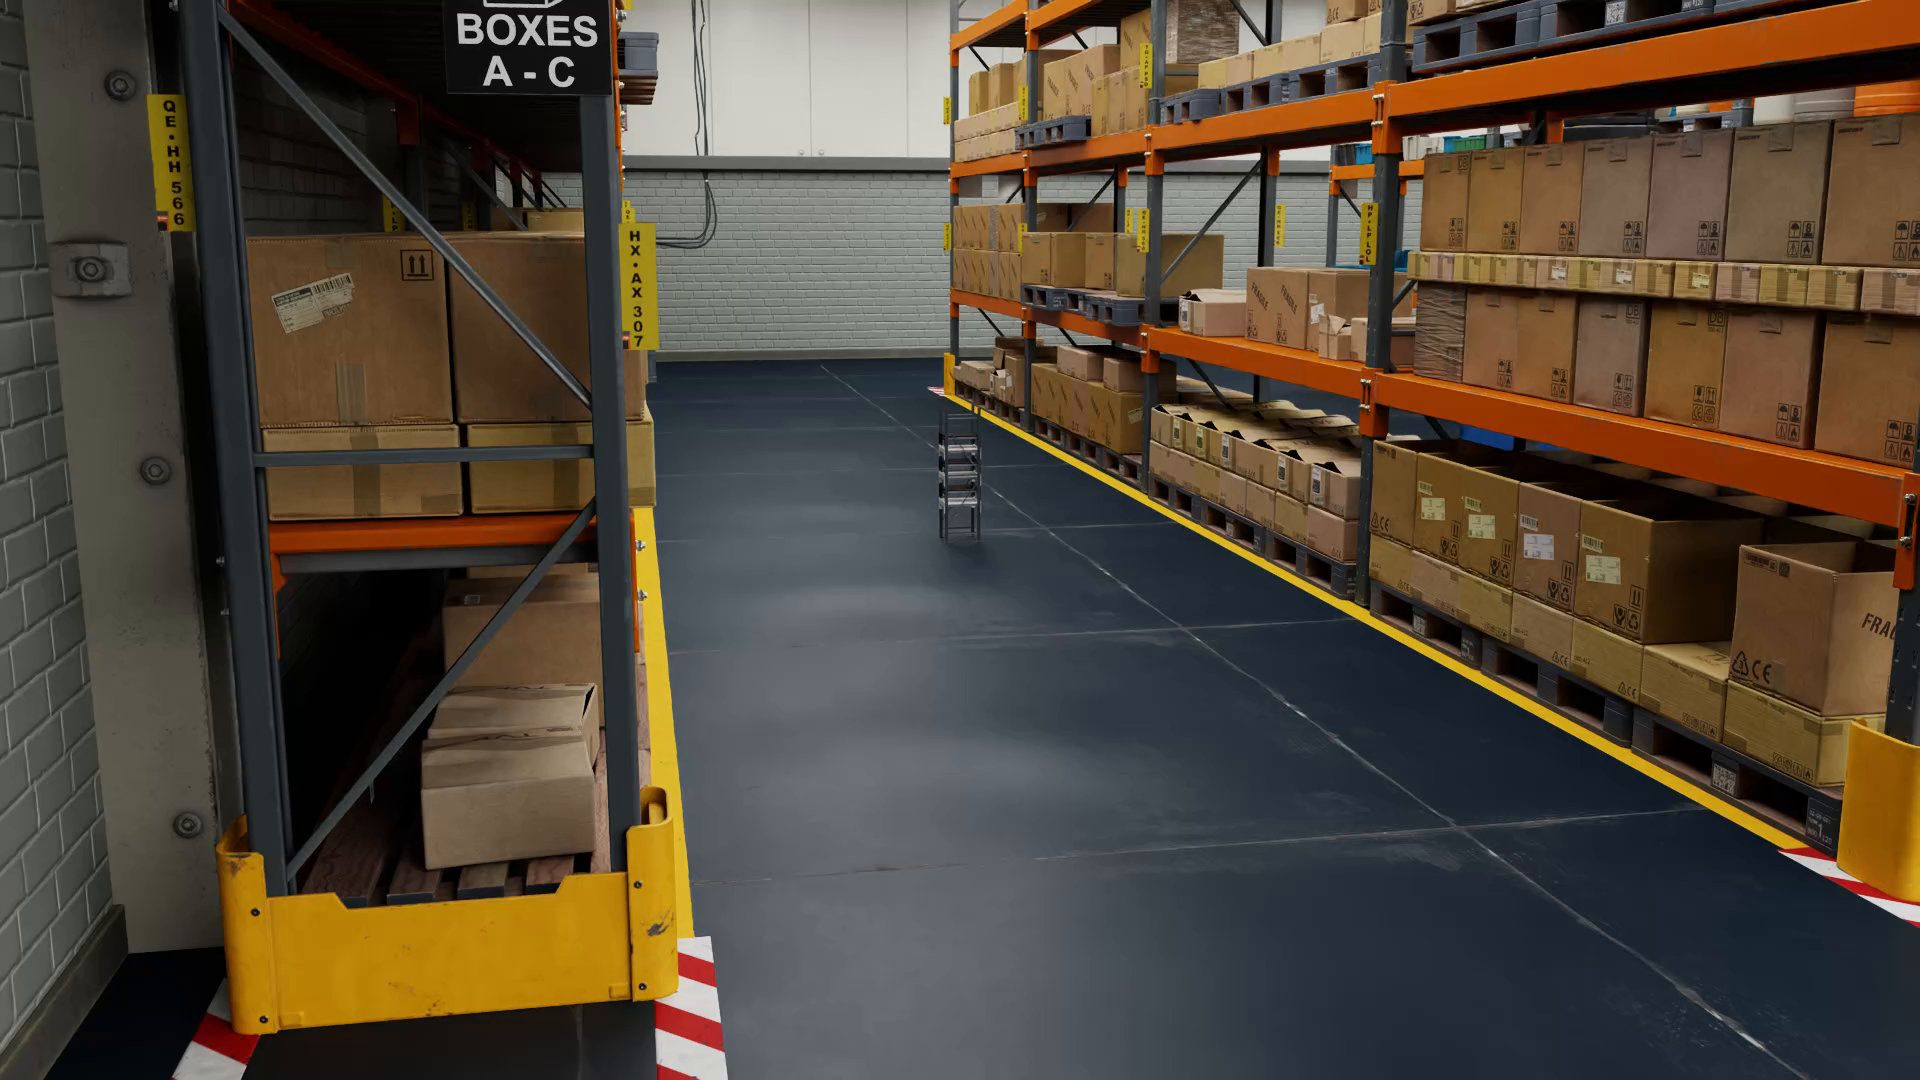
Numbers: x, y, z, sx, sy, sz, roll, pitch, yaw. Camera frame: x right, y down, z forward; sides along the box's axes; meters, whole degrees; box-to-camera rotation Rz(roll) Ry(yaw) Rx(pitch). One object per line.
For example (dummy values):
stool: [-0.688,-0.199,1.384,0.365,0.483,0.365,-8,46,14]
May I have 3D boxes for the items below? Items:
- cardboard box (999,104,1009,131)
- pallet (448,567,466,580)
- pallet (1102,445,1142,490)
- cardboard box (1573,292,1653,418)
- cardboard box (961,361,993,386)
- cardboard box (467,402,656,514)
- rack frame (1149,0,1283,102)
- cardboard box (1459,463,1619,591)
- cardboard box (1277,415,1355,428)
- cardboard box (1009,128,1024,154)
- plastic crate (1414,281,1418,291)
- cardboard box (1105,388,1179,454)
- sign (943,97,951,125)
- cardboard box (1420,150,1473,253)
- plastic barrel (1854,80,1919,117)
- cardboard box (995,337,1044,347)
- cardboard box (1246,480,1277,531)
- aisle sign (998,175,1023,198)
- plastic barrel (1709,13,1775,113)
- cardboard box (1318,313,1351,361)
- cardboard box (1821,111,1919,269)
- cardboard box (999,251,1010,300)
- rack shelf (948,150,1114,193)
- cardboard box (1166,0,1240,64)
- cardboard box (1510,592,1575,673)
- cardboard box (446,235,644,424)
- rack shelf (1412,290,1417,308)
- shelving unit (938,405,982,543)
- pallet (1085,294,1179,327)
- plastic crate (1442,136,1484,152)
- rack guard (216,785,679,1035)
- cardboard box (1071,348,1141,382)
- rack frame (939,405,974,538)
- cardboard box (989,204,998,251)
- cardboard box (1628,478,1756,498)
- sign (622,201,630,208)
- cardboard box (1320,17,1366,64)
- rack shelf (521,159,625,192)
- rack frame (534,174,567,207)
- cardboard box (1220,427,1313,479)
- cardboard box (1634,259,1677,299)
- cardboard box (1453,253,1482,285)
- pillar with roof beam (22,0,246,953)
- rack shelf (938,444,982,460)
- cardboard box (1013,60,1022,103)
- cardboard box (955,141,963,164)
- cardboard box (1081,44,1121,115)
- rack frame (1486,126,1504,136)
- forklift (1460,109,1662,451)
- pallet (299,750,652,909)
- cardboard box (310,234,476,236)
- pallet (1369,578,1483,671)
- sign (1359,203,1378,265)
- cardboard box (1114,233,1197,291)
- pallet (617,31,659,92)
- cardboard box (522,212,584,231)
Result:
cardboard box: [0.703,-4.409,17.379,0.500,0.250,0.500,-2,11,-11]
pallet: [-2.297,0.283,9.145,1.003,0.211,1.213,-2,11,-11]
pallet: [1.828,-0.627,13.926,1.003,0.211,1.213,-2,11,-11]
cardboard box: [3.110,-0.810,7.164,0.700,0.500,0.500,-2,11,-9]
cardboard box: [0.305,-1.989,19.803,0.500,0.250,0.500,-2,11,-11]
cardboard box: [-1.150,-0.248,4.823,0.500,0.250,0.500,-2,11,-13]
rack frame: [1.936,-4.806,12.378,1.000,3.000,0.127,-2,11,-11]
cardboard box: [2.692,-0.069,7.762,0.500,0.500,0.500,-2,11,-11]
cardboard box: [2.482,-0.715,11.660,0.500,0.311,0.500,-2,11,-11]
cardboard box: [0.802,-4.072,16.944,0.500,0.250,0.500,-2,11,-11]
plastic crate: [5.384,-2.980,19.375,0.293,0.136,0.466,-2,11,-11]
cardboard box: [1.524,-1.010,13.988,0.500,0.500,0.500,-2,11,-9]
sign: [-0.152,-5.209,20.181,0.100,0.325,0.005,-2,11,-11]
cardboard box: [2.806,-1.730,8.527,0.700,0.500,0.500,-2,11,-11]
plastic barrel: [6.869,-3.444,12.098,0.600,0.830,0.708,-2,11,-11]
cardboard box: [0.727,-2.223,20.363,0.500,0.500,0.500,-2,11,-11]
cardboard box: [2.152,-0.233,10.627,0.500,0.250,0.500,-2,11,-10]
aisle sign: [0.667,-4.626,20.529,0.394,0.787,0.004,-2,11,-11]
plastic barrel: [6.688,-4.033,14.069,0.600,0.830,0.708,-2,11,-11]
cardboard box: [2.363,-1.213,9.909,0.396,0.266,0.258,-2,11,-12]
cardboard box: [3.403,-1.173,5.602,0.700,0.500,0.500,-2,11,-11]
cardboard box: [0.707,-2.818,17.713,0.500,0.500,0.500,-2,11,-9]
rack shelf: [0.769,-4.079,18.507,1.077,0.370,4.000,-2,11,-11]
cardboard box: [1.857,-3.953,12.977,0.500,0.500,0.500,-2,11,-11]
cardboard box: [2.794,0.391,7.351,0.500,0.250,0.500,-2,11,-11]
cardboard box: [-1.165,-0.613,4.739,0.500,0.500,0.500,-2,11,-11]
rack shelf: [5.628,-2.785,19.730,1.077,0.370,4.000,-2,11,-11]
shelving unit: [-0.002,-0.444,11.120,0.258,0.900,0.210,-2,11,-11]
pallet: [1.735,-1.886,13.596,1.213,0.211,1.003,-2,11,-11]
plastic crate: [5.527,-4.318,18.287,0.416,0.233,0.300,-2,11,-11]
rack guard: [-1.381,1.004,4.587,1.175,0.500,0.348,-2,11,-11]
cardboard box: [1.305,-1.576,14.956,0.500,0.250,0.500,-2,11,-12]
rack frame: [-0.021,-0.462,11.218,0.240,0.900,0.006,-2,11,-11]
cardboard box: [0.605,-3.402,18.107,0.500,0.500,0.500,-2,11,-11]
cardboard box: [3.317,0.003,7.383,0.500,0.500,0.500,-2,11,-11]
sign: [-3.943,-3.847,19.657,0.100,0.325,0.005,-2,11,-11]
cardboard box: [2.494,-2.945,9.903,0.500,0.250,0.500,-3,11,-17]
rack shelf: [-4.089,-3.898,17.557,1.077,0.370,4.000,-2,11,-11]
rack frame: [-4.478,-3.145,19.697,1.000,3.000,0.127,-2,11,-11]
cardboard box: [2.058,-0.599,11.051,0.500,0.311,0.500,-2,11,-12]
cardboard box: [2.977,-1.060,6.739,0.380,0.149,0.250,-2,11,-9]
cardboard box: [2.677,-1.343,8.228,0.380,0.149,0.250,-2,11,-13]
pillar with roof beam: [1.872,-3.411,5.051,9.100,9.000,0.400,-2,11,-11]
rack shelf: [-0.002,-0.588,11.093,0.258,0.077,0.200,-2,11,-11]
cardboard box: [0.964,-4.882,17.860,0.700,0.500,0.500,-2,11,-11]
cardboard box: [0.230,-4.622,19.837,0.500,0.250,0.500,-2,11,-11]
cardboard box: [1.446,-4.031,14.670,0.600,0.600,0.600,-3,11,-13]
rack frame: [6.017,-5.719,17.175,1.000,3.000,0.127,-2,11,-11]
forklift: [5.067,-1.845,13.052,1.130,2.935,3.031,9,14,40]
pallet: [-1.505,0.995,5.403,1.003,0.211,1.213,-2,11,-11]
cardboard box: [-1.755,-0.686,5.122,0.500,0.500,0.500,-2,11,-10]
pallet: [2.827,0.392,8.571,1.003,0.211,1.213,-2,11,-11]
sign: [2.183,-1.633,8.870,0.100,0.325,0.005,-2,11,-11]
cardboard box: [1.712,-2.400,14.393,0.700,0.500,0.500,0,11,0]
pallet: [-2.160,-2.442,8.486,1.213,0.211,1.003,-2,11,-11]
cardboard box: [-2.749,-2.141,11.243,0.380,0.149,0.250,-4,12,-21]
